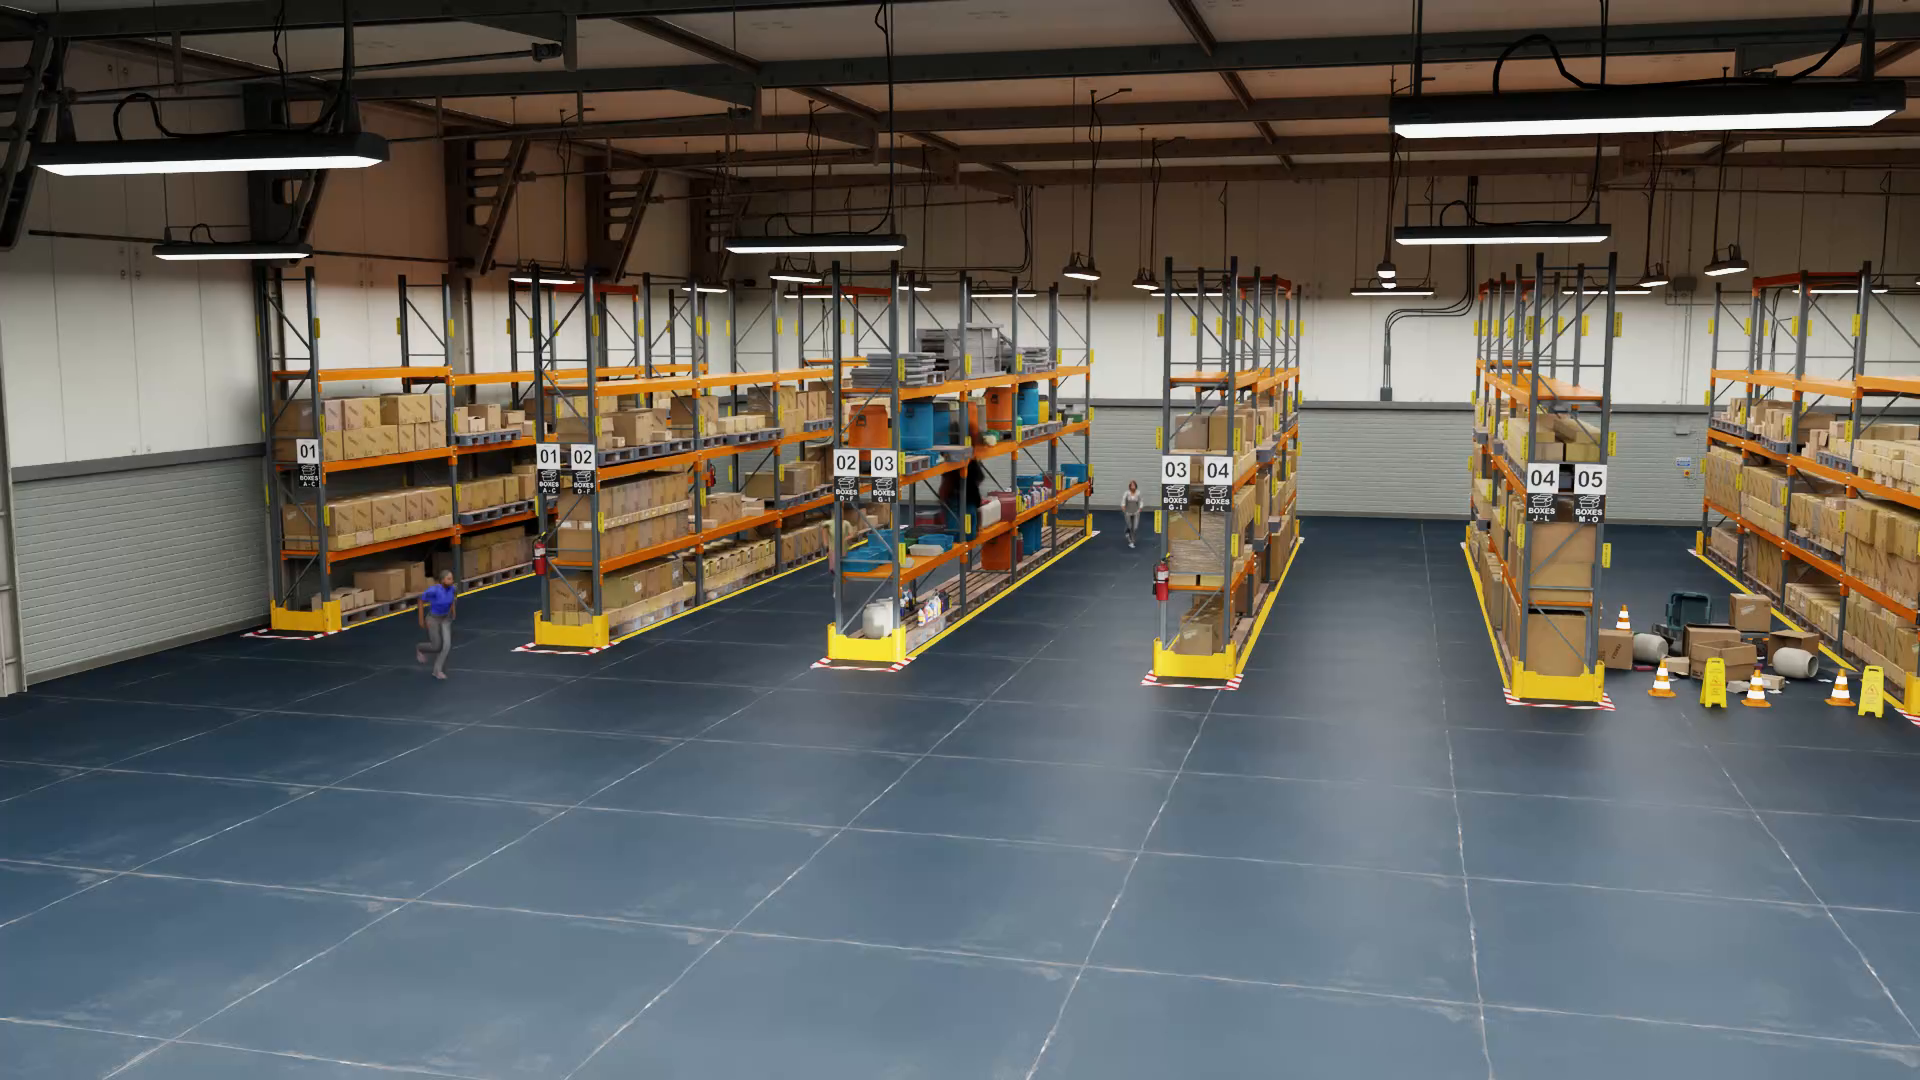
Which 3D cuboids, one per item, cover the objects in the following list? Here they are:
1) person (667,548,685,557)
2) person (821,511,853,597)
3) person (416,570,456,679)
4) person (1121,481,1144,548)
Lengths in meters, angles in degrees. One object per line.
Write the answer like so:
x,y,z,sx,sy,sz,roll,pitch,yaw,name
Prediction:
-5.836,-0.041,33.939,0.575,1.502,0.851,0,7,-1,person
-2.161,0.219,29.268,0.580,1.610,0.675,0,7,-2,person
-7.569,1.204,24.026,0.745,1.597,0.576,4,9,31,person
3.951,-0.584,38.186,0.521,1.523,0.582,0,7,0,person
